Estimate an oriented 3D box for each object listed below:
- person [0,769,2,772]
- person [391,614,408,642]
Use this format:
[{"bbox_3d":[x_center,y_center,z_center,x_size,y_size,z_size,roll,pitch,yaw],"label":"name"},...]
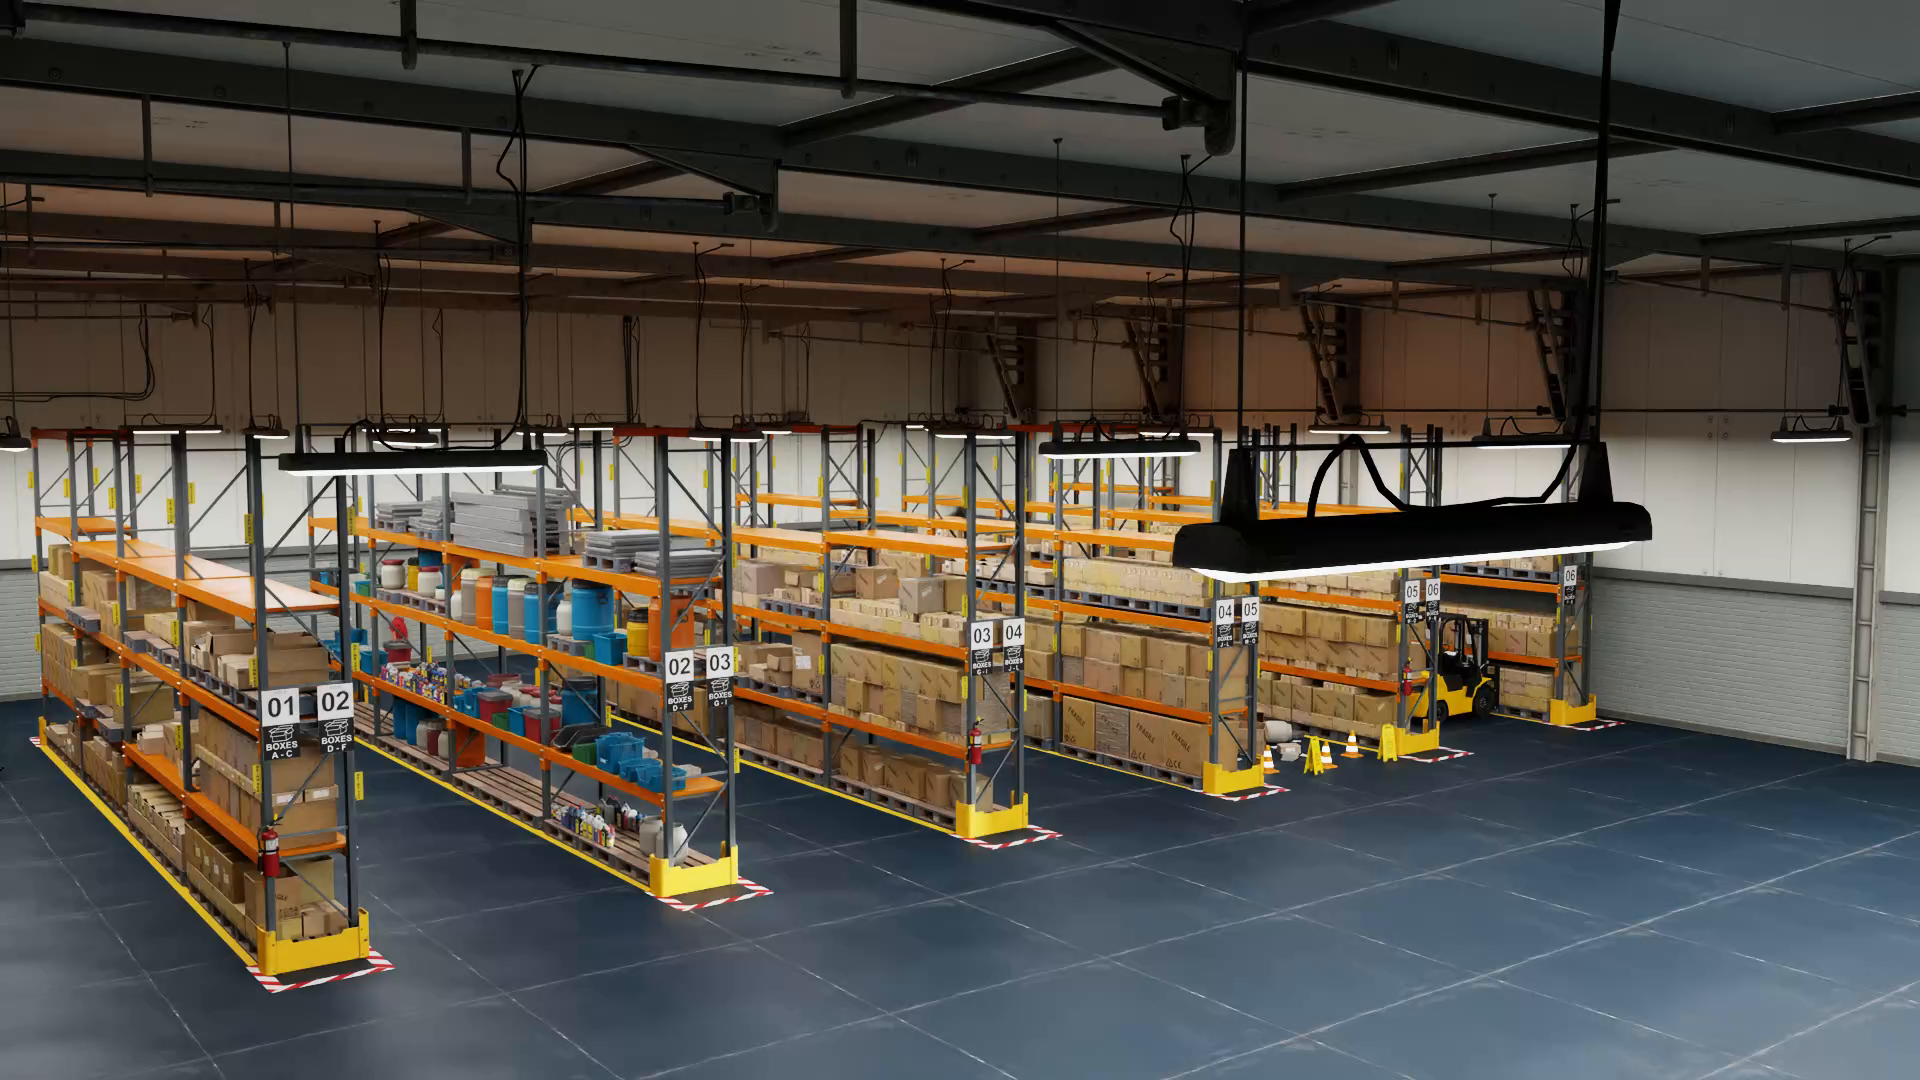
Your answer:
[{"bbox_3d":[-16.884,3.167,28.839,0.559,1.795,0.421,3,5,31],"label":"person"},{"bbox_3d":[-13.114,2.428,38.751,0.604,1.706,0.573,0,4,0],"label":"person"}]
